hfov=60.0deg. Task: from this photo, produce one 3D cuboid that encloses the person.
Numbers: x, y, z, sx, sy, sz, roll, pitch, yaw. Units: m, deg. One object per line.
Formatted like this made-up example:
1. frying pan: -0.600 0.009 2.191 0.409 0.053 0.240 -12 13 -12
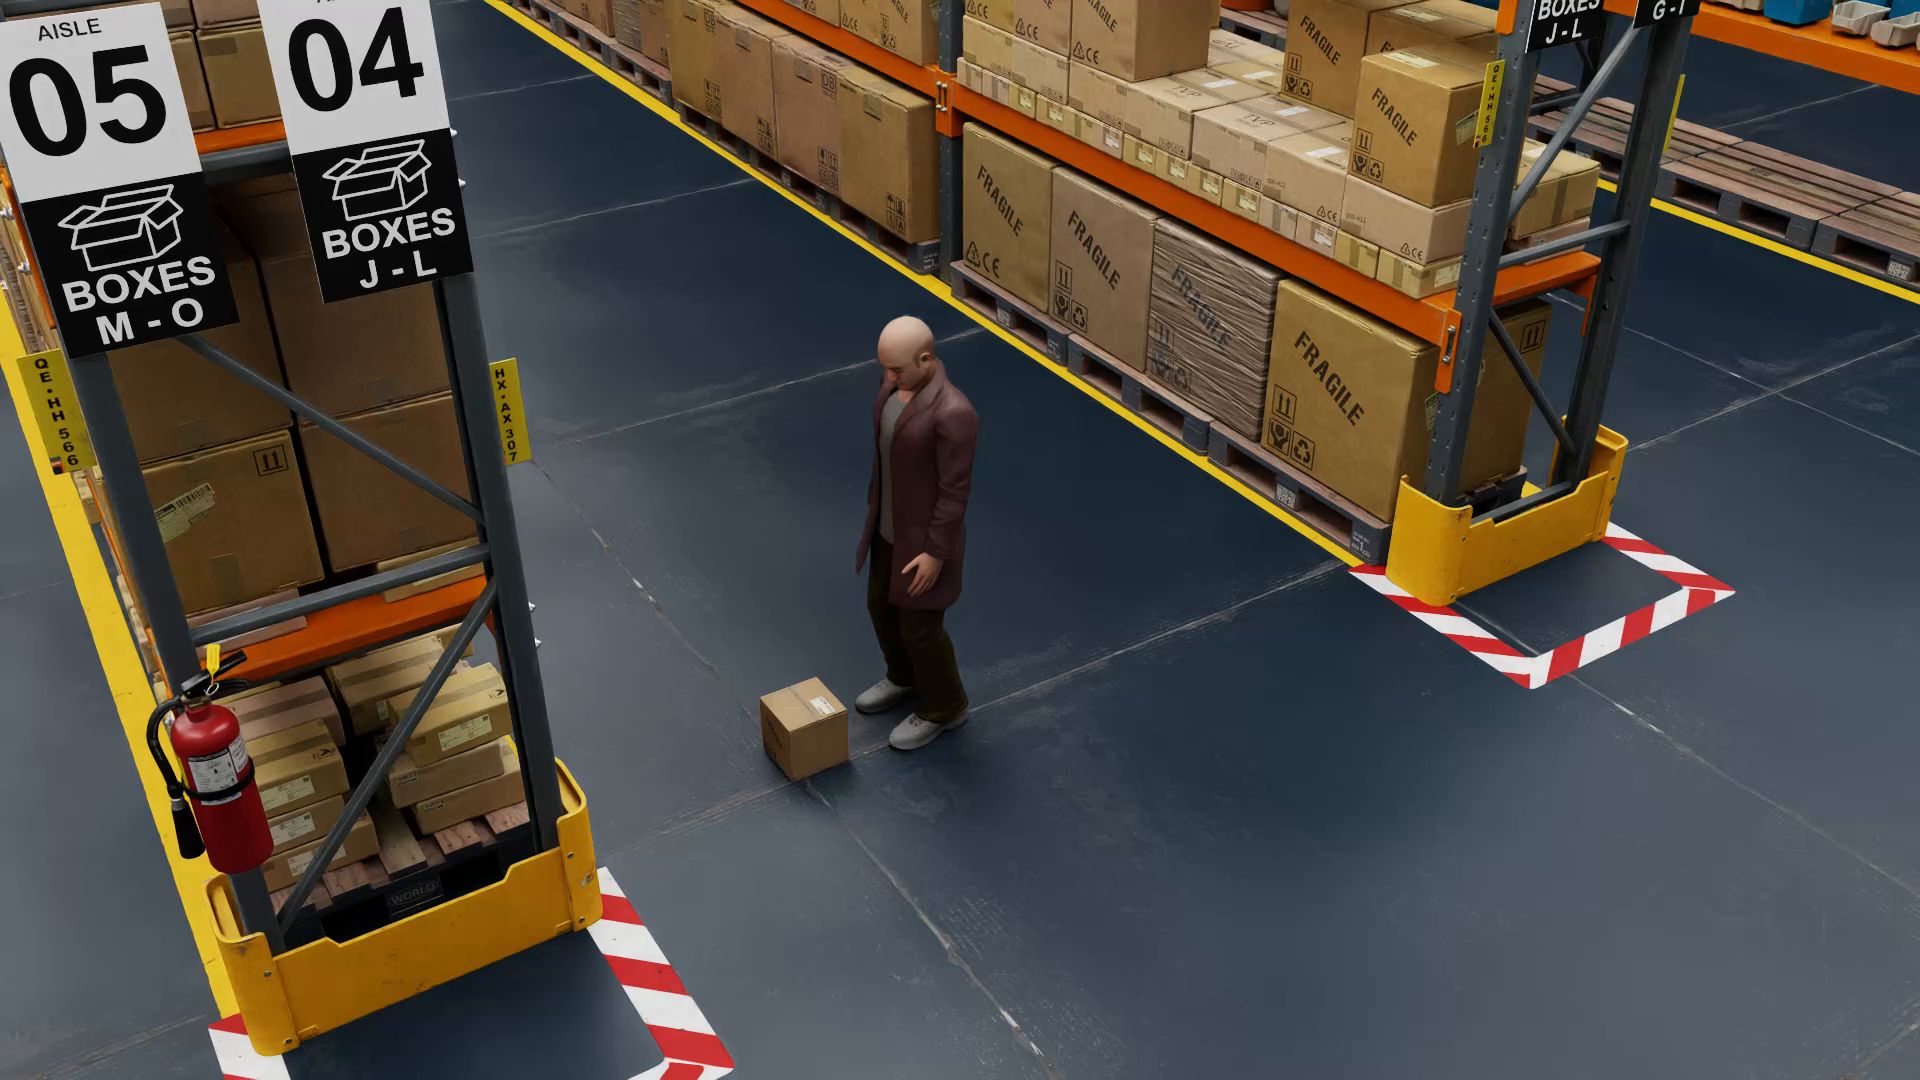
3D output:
1. person: -0.176 -0.023 6.213 0.381 1.762 0.569 -18 36 -26
